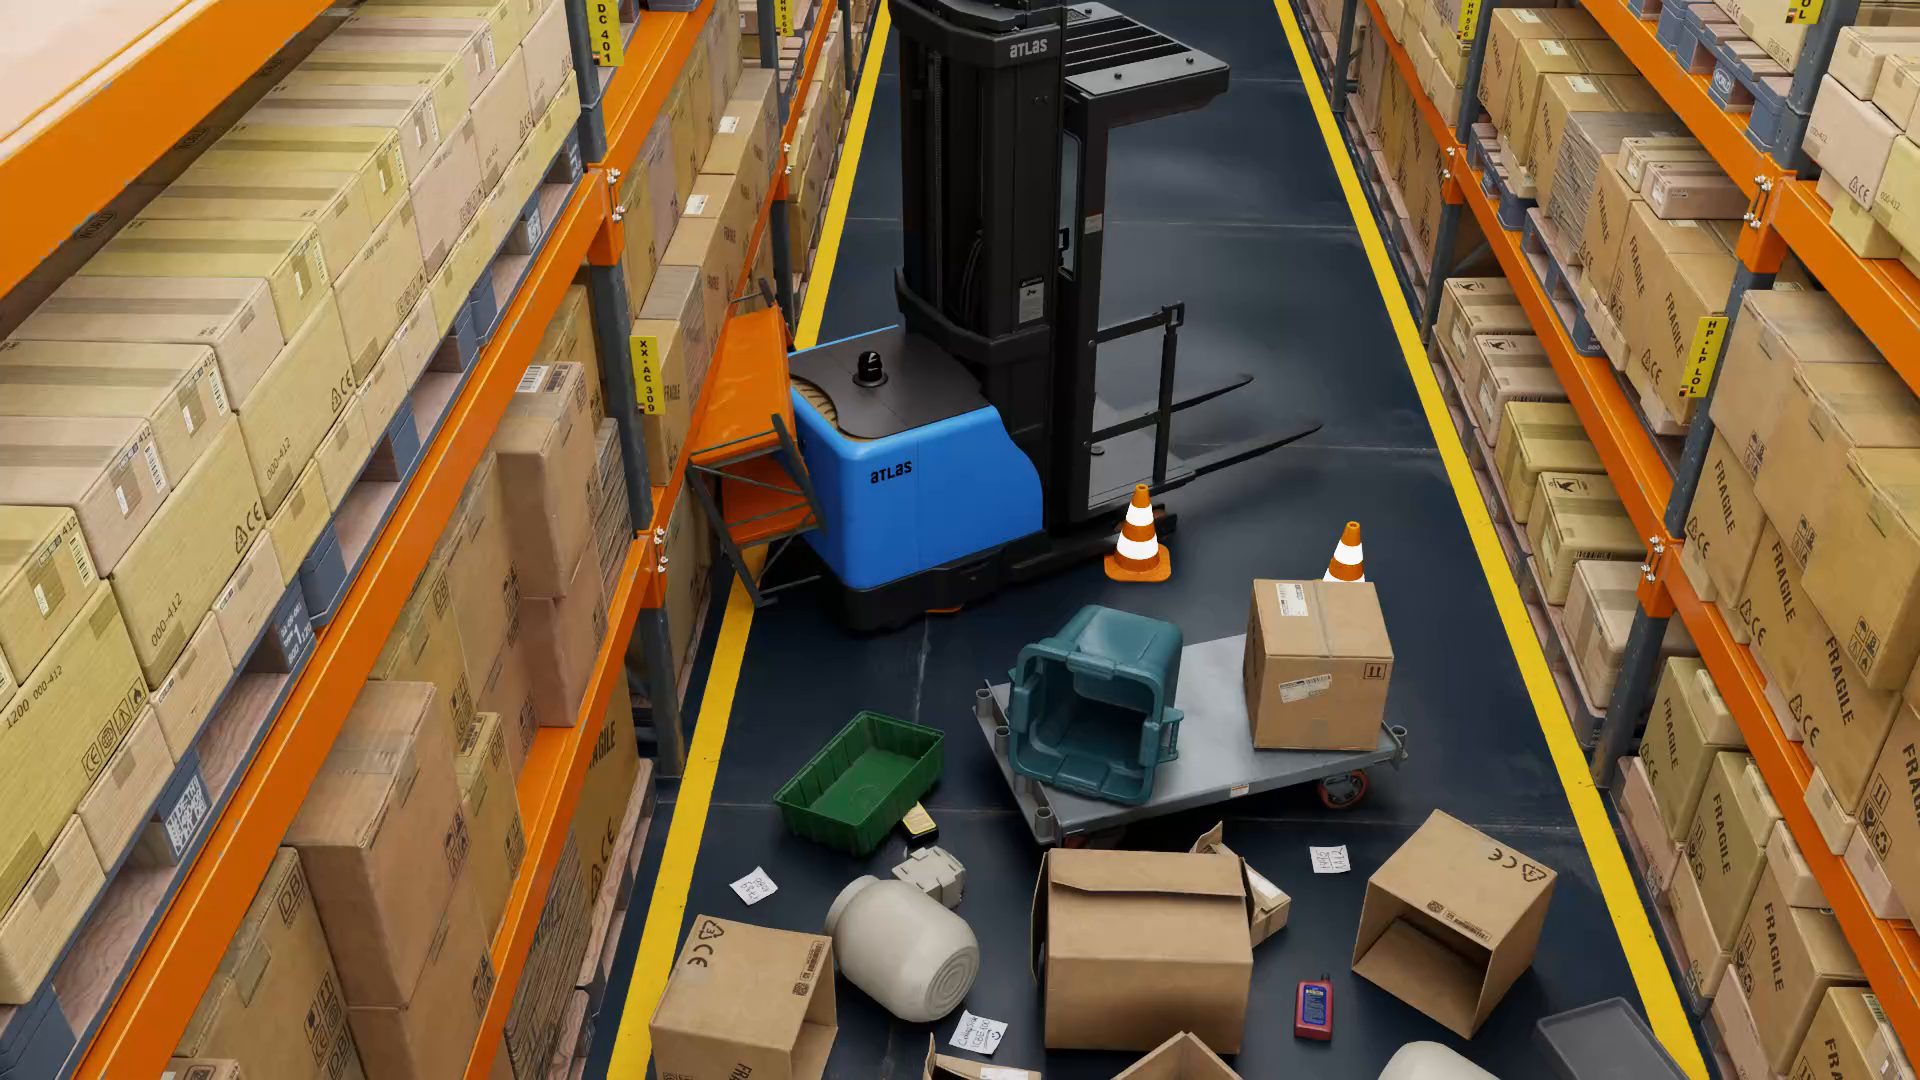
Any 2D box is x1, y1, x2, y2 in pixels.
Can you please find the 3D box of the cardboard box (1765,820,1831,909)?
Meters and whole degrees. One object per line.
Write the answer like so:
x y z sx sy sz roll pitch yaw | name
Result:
2.859 1.059 5.390 0.380 0.149 0.250 3 35 5 | cardboard box

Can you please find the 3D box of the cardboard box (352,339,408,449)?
-1.473 -0.332 3.716 0.380 0.149 0.250 2 35 2 | cardboard box

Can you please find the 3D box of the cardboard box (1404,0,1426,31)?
3.187 -3.490 10.749 0.500 0.250 0.500 0 35 1 | cardboard box

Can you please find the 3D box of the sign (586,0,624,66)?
-1.152 -1.691 5.366 0.100 0.325 0.005 1 35 2 | sign

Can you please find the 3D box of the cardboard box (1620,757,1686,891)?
2.950 1.111 6.533 0.500 0.250 0.500 0 35 0 | cardboard box

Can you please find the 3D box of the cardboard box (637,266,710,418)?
-1.397 -0.858 7.222 0.500 0.500 0.500 2 35 2 | cardboard box

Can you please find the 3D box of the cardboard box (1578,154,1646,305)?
3.079 -1.362 7.314 0.500 0.500 0.500 2 35 4 | cardboard box

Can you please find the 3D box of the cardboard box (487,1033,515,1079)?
-1.872 1.867 4.913 0.875 0.875 0.875 1 35 1 | cardboard box

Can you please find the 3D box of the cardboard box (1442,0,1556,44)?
3.164 -3.227 9.721 0.500 0.500 0.500 0 35 1 | cardboard box

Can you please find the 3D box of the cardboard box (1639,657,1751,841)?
2.950 0.804 6.317 0.500 0.500 0.500 3 35 4 | cardboard box

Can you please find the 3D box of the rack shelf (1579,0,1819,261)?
3.324 -2.257 7.316 1.077 0.370 4.000 1 35 2 | rack shelf

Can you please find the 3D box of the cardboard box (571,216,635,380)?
-1.692 -0.967 6.506 0.700 0.500 0.500 1 35 1 | cardboard box

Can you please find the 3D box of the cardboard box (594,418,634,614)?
-1.709 -0.081 6.071 0.875 0.550 0.550 1 35 2 | cardboard box

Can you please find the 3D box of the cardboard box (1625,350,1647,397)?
3.017 -0.697 6.933 0.380 0.149 0.250 0 35 0 | cardboard box

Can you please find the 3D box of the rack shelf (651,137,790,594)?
-1.626 -1.086 8.258 1.077 0.370 4.000 1 35 2 | rack shelf

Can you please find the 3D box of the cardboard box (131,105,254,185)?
-2.044 -0.878 4.147 0.500 0.250 0.500 1 35 1 | cardboard box

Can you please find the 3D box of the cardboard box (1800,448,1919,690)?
2.920 0.082 4.756 0.700 0.500 0.500 1 35 1 | cardboard box

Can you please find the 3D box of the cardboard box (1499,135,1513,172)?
3.104 -2.042 8.846 0.380 0.149 0.250 -1 35 -1 | cardboard box

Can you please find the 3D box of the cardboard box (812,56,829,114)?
-1.203 -3.251 11.869 0.500 0.250 0.500 0 35 0 | cardboard box

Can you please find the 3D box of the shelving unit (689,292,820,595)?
-0.971 -0.471 8.107 0.538 0.981 1.030 -16 46 4 | shelving unit

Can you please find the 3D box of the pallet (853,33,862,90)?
-1.393 -4.074 14.308 1.003 0.211 1.213 1 35 2 | pallet

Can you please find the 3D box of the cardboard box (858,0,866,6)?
-1.035 -4.900 14.915 0.380 0.149 0.250 1 35 2 | cardboard box

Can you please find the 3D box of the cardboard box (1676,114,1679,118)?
3.635 -1.953 8.155 0.500 0.500 0.500 -1 35 -1 | cardboard box

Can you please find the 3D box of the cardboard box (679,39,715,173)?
-1.611 -2.137 8.171 0.700 0.500 0.500 1 35 1 | cardboard box

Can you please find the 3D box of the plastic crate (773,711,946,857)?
-0.404 1.025 7.023 0.450 0.188 0.662 11 35 32 | plastic crate

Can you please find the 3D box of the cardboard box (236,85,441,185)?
-1.454 -0.952 3.906 0.380 0.149 0.250 1 35 1 | cardboard box

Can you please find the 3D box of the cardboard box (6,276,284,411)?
-1.494 -0.365 3.071 0.380 0.149 0.250 1 35 1 | cardboard box

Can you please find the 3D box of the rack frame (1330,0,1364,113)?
3.565 -4.772 12.876 1.000 3.000 0.127 1 35 2 | rack frame

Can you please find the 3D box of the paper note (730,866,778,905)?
-0.828 1.390 6.691 0.147 0.020 0.142 -24 42 -30 | paper note

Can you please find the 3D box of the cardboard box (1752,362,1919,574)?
3.126 -0.408 5.017 1.020 1.000 0.508 2 35 2 | cardboard box

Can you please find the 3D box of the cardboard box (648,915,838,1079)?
-0.743 1.706 5.832 0.500 0.500 0.500 7 36 10 | cardboard box

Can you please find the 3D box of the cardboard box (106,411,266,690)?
-1.572 0.003 2.893 0.500 0.250 0.500 1 35 1 | cardboard box

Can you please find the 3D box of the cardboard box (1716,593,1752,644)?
2.952 0.247 5.953 0.380 0.149 0.250 2 35 3 | cardboard box

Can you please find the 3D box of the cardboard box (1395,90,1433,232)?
3.555 -2.683 11.388 0.875 0.875 0.875 2 35 2 | cardboard box

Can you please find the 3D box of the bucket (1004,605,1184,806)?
0.592 0.617 6.734 0.726 0.611 0.620 13 27 18 | bucket

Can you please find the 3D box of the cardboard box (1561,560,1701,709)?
3.262 0.427 7.400 0.950 0.372 0.625 2 35 2 | cardboard box

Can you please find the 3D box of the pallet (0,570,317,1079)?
-1.848 0.449 2.916 1.003 0.211 1.213 1 35 2 | pallet

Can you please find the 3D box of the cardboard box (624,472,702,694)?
-1.771 0.158 7.453 1.050 0.750 0.750 1 35 2 | cardboard box

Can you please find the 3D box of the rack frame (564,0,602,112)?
-1.706 -2.686 4.691 1.000 3.000 0.127 1 35 2 | rack frame

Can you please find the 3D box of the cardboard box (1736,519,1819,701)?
2.951 0.197 5.460 0.500 0.500 0.500 1 35 2 | cardboard box

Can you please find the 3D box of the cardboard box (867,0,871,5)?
-1.018 -5.078 15.426 0.380 0.149 0.250 2 35 3 | cardboard box

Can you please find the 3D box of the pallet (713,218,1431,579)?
0.904 -1.011 9.951 6.107 0.211 4.108 1 35 2 | pallet

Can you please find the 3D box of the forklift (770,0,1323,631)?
0.539 -1.345 8.137 3.031 2.843 1.129 -19 39 -24 | forklift

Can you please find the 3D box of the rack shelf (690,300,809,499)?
-1.041 -0.664 7.898 0.538 0.278 1.000 -16 46 4 | rack shelf

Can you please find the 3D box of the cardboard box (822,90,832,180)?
-1.209 -2.957 12.103 0.500 0.500 0.500 1 35 1 | cardboard box

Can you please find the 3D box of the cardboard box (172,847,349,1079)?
-1.883 1.033 3.548 0.875 0.550 0.550 1 35 2 | cardboard box

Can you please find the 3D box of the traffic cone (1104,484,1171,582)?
0.907 -0.072 8.396 0.336 0.463 0.334 1 35 2 | traffic cone

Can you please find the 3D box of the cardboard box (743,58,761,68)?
-1.326 -2.851 9.997 0.380 0.149 0.250 1 35 1 | cardboard box

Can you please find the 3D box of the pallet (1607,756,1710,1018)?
3.252 1.352 6.588 1.003 0.211 1.213 1 35 2 | pallet

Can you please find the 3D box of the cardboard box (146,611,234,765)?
-1.513 0.249 2.890 0.380 0.149 0.250 1 35 2 | cardboard box

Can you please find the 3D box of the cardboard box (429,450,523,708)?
-1.820 0.102 4.872 0.875 0.550 0.550 1 35 2 | cardboard box

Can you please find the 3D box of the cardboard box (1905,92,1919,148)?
2.904 -1.151 4.641 0.380 0.149 0.250 0 35 0 | cardboard box
